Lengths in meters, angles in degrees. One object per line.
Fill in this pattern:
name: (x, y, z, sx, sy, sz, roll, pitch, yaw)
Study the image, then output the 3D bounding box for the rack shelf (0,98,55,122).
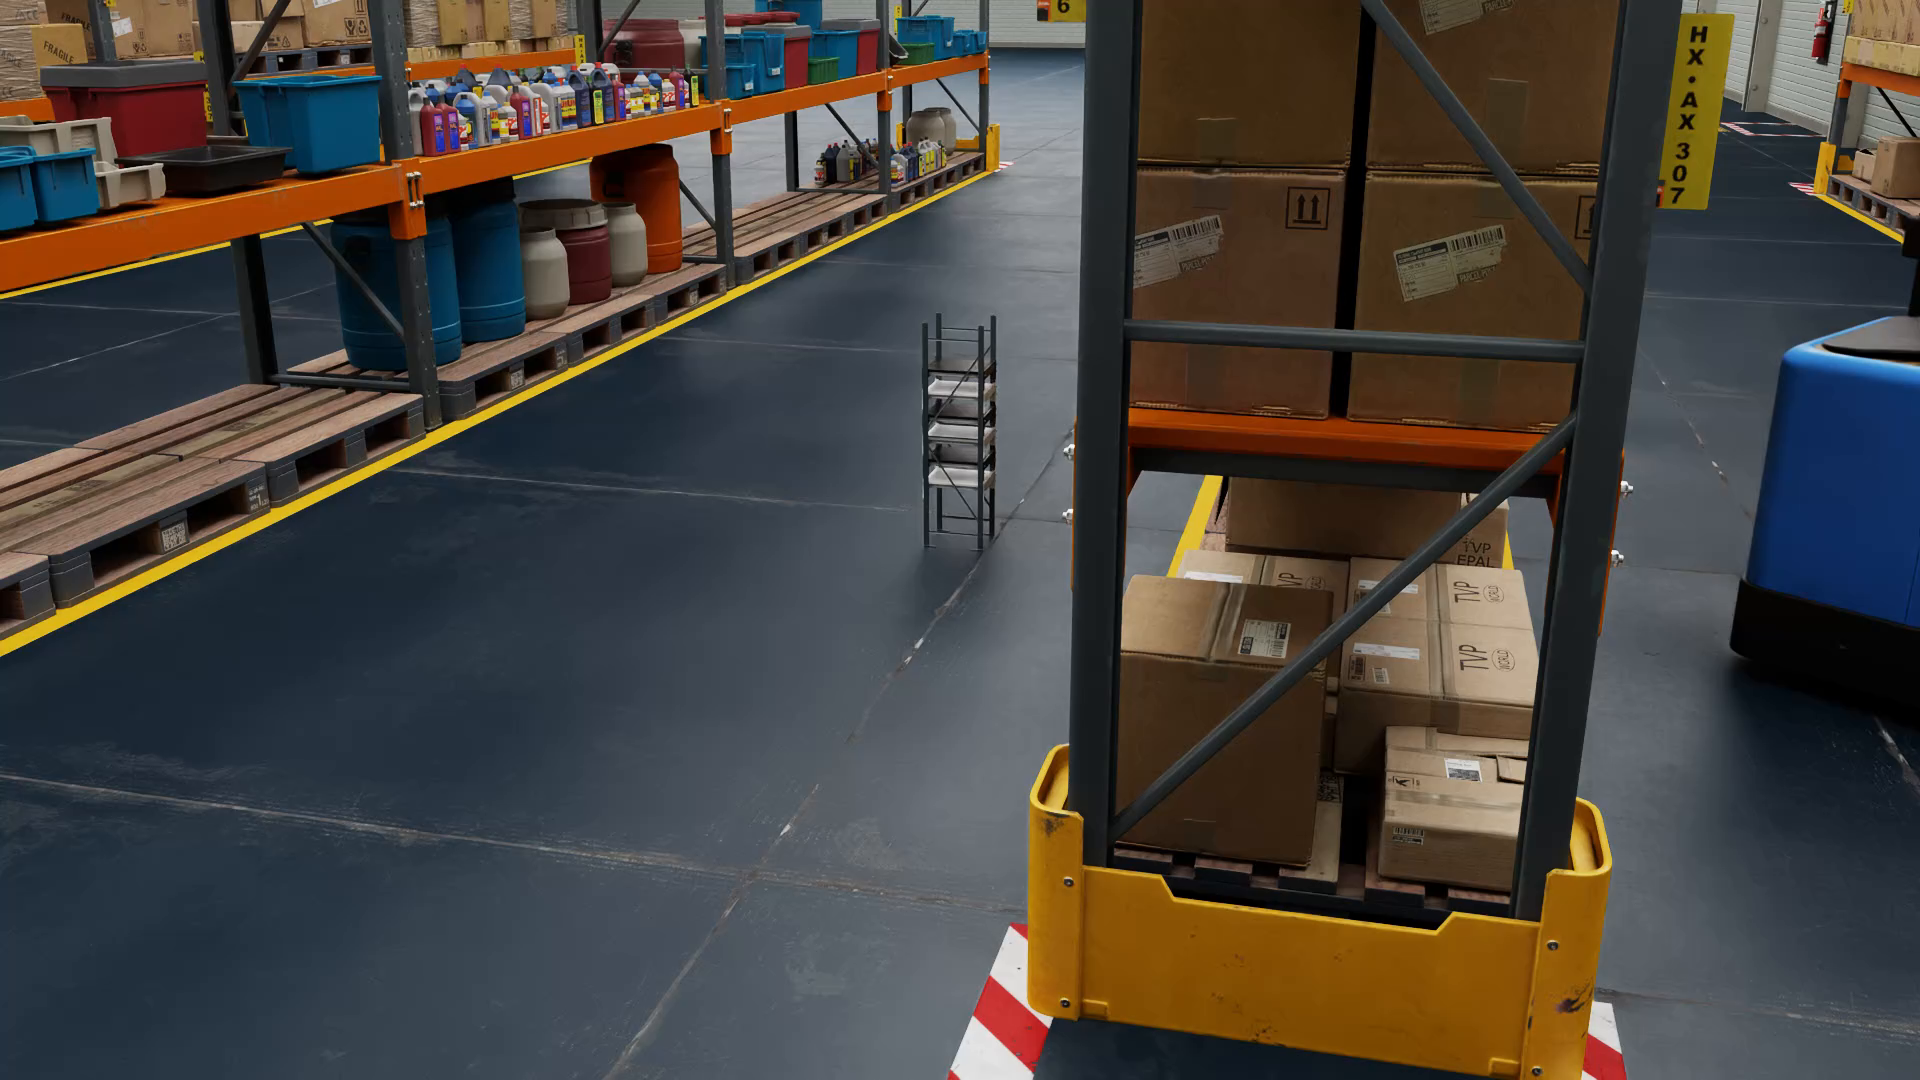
rack shelf: (-7.414, -2.690, 11.035, 1.077, 0.370, 4.000, 5, 19, 13)

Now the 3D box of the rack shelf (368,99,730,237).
rack shelf: (-2.611, -2.299, 9.890, 1.077, 0.370, 4.000, 5, 19, 13)

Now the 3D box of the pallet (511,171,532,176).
pallet: (-5.522, -4.188, 18.623, 1.003, 0.211, 1.213, 5, 19, 13)

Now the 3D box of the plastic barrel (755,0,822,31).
plastic barrel: (-1.533, -4.660, 14.914, 0.600, 0.901, 0.708, 5, 19, 13)

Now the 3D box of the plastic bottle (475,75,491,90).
plastic bottle: (-2.880, -2.663, 10.034, 0.152, 0.276, 0.135, 5, 19, 13)

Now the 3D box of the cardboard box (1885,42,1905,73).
cardboard box: (8.643, -4.320, 14.897, 0.500, 0.250, 0.500, 5, 19, 14)

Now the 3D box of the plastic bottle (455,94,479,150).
plastic bottle: (-2.529, -2.143, 8.519, 0.097, 0.271, 0.097, 0, 19, 0)

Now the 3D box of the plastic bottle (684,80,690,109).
plastic bottle: (-1.853, -2.977, 11.070, 0.097, 0.201, 0.097, 0, 19, 0)

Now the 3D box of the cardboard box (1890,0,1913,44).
cardboard box: (8.654, -4.680, 14.791, 0.500, 0.500, 0.500, 5, 20, 15)

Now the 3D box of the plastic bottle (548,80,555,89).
plastic bottle: (-2.371, -2.536, 9.671, 0.097, 0.271, 0.097, 0, 19, 0)

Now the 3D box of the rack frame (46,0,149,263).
rack frame: (-6.925, -3.657, 12.754, 1.000, 3.000, 0.127, 5, 19, 13)

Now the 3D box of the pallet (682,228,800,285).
pallet: (-1.895, -2.186, 12.762, 1.003, 0.211, 1.213, 5, 19, 13)

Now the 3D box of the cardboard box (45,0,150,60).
cardboard box: (-6.832, -4.076, 13.175, 0.500, 0.500, 0.500, 2, 19, 7)

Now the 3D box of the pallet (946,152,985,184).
pallet: (-0.344, -4.172, 18.576, 1.003, 0.211, 1.213, 5, 19, 13)

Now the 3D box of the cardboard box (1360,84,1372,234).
cardboard box: (1.192, -1.368, 5.899, 0.500, 0.500, 0.500, 5, 19, 14)

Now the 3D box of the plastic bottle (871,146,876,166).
plastic bottle: (-0.938, -4.081, 17.645, 0.097, 0.201, 0.097, 0, 19, 0)

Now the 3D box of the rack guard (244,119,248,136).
rack guard: (-9.750, -5.413, 21.761, 1.175, 0.500, 0.348, 5, 19, 13)

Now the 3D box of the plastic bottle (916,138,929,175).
plastic bottle: (-0.395, -3.887, 16.845, 0.144, 0.351, 0.185, 5, 19, 13)

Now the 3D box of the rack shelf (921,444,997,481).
rack shelf: (-0.002, -0.307, 6.575, 0.258, 0.077, 0.200, 5, 19, 13)

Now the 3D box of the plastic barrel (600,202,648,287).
plastic barrel: (-2.277, -1.949, 10.952, 0.421, 0.512, 0.421, 0, 19, 0)

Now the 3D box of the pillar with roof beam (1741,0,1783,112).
pillar with roof beam: (8.864, -11.644, 26.855, 9.100, 9.000, 0.400, 5, 19, 13)

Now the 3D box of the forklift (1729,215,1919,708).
forklift: (3.950, -1.160, 5.550, 3.031, 2.935, 1.130, -16, 25, -39)

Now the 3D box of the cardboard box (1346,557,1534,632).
cardboard box: (1.378, 0.265, 4.844, 0.500, 0.250, 0.500, 5, 19, 13)

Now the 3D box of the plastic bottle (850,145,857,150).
plastic bottle: (-1.098, -3.876, 16.927, 0.152, 0.276, 0.135, 5, 19, 14)

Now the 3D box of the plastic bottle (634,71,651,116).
plastic bottle: (-2.005, -2.816, 10.489, 0.097, 0.271, 0.097, 0, 19, 0)

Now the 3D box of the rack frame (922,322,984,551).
rack frame: (-0.027, -0.391, 6.441, 0.240, 0.900, 0.006, 5, 19, 13)

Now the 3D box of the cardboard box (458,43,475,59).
cardboard box: (-5.343, -5.148, 17.507, 0.380, 0.149, 0.250, 5, 19, 13)

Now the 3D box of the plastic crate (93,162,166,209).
plastic crate: (-3.234, -1.346, 6.304, 0.293, 0.136, 0.466, 5, 19, 13)

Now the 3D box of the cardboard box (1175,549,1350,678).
cardboard box: (0.881, 0.241, 4.913, 0.500, 0.250, 0.500, 5, 19, 13)

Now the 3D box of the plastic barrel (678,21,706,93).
plastic barrel: (-2.078, -3.658, 12.585, 0.421, 0.512, 0.421, 0, 19, 0)

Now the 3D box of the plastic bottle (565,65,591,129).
plastic bottle: (-2.244, -2.578, 9.670, 0.144, 0.351, 0.185, 5, 19, 13)

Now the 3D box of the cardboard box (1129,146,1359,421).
cardboard box: (0.571, -0.576, 3.577, 0.500, 0.500, 0.500, 5, 20, 15)

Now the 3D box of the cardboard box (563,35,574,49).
cardboard box: (-4.840, -5.940, 19.827, 0.380, 0.149, 0.250, 5, 19, 13)

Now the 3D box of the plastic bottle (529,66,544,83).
plastic bottle: (-2.731, -2.917, 10.769, 0.061, 0.283, 0.133, 5, 19, 13)

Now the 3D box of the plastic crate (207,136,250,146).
plastic crate: (-3.352, -1.781, 7.578, 0.396, 0.136, 0.243, 5, 19, 13)

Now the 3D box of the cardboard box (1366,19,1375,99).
cardboard box: (0.938, -1.530, 4.826, 0.500, 0.500, 0.500, 5, 20, 15)

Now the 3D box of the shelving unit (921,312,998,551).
shelving unit: (-0.002, -0.423, 6.535, 0.258, 0.900, 0.210, 5, 19, 13)

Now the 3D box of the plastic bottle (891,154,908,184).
plastic bottle: (-0.590, -3.608, 16.143, 0.152, 0.276, 0.135, 5, 20, 15)

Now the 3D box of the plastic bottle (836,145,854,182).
plastic bottle: (-1.127, -3.688, 16.261, 0.144, 0.351, 0.185, 5, 19, 13)

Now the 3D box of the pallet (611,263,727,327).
pallet: (-2.274, -1.696, 11.327, 1.003, 0.211, 1.213, 5, 19, 13)

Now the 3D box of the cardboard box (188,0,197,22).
cardboard box: (-9.915, -6.365, 20.450, 0.875, 0.550, 0.550, 5, 19, 13)

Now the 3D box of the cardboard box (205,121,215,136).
cardboard box: (-6.671, -3.417, 14.077, 0.500, 0.250, 0.500, 7, 20, 20)

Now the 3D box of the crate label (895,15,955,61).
crate label: (-0.355, -5.192, 17.193, 0.502, 0.435, 0.616, 5, 19, 13)

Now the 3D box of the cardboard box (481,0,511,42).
cardboard box: (-5.435, -5.707, 18.141, 0.875, 0.500, 0.500, 5, 19, 13)

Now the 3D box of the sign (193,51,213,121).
sign: (-3.633, -2.187, 8.023, 0.100, 0.325, 0.005, 5, 19, 13)

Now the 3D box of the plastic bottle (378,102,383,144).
plastic bottle: (-3.053, -2.292, 8.832, 0.144, 0.351, 0.185, 5, 19, 13)

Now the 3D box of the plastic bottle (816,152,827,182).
plastic bottle: (-1.347, -3.619, 16.165, 0.061, 0.283, 0.133, 6, 20, 16)

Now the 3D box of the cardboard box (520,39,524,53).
cardboard box: (-5.129, -5.547, 18.676, 0.380, 0.149, 0.250, 5, 19, 13)

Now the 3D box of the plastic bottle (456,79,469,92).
plastic bottle: (-2.921, -2.564, 9.751, 0.097, 0.271, 0.097, 0, 19, 0)

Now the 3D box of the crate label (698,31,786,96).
crate label: (-1.617, -3.573, 12.453, 0.502, 0.435, 0.616, 5, 19, 13)

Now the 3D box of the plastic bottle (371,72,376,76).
plastic bottle: (-3.147, -2.361, 9.035, 0.144, 0.351, 0.185, 5, 19, 13)

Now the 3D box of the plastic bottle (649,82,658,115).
plastic bottle: (-1.981, -2.813, 10.590, 0.097, 0.201, 0.097, 0, 19, 0)

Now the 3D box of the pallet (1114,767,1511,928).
pallet: (0.938, 0.680, 4.372, 1.003, 0.211, 1.213, 5, 19, 13)

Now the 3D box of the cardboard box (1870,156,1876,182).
cardboard box: (9.044, -3.539, 15.886, 0.500, 0.311, 0.500, 6, 20, 18)

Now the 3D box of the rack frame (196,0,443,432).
rack frame: (-3.100, -2.012, 7.939, 1.000, 3.000, 0.127, 5, 19, 13)
